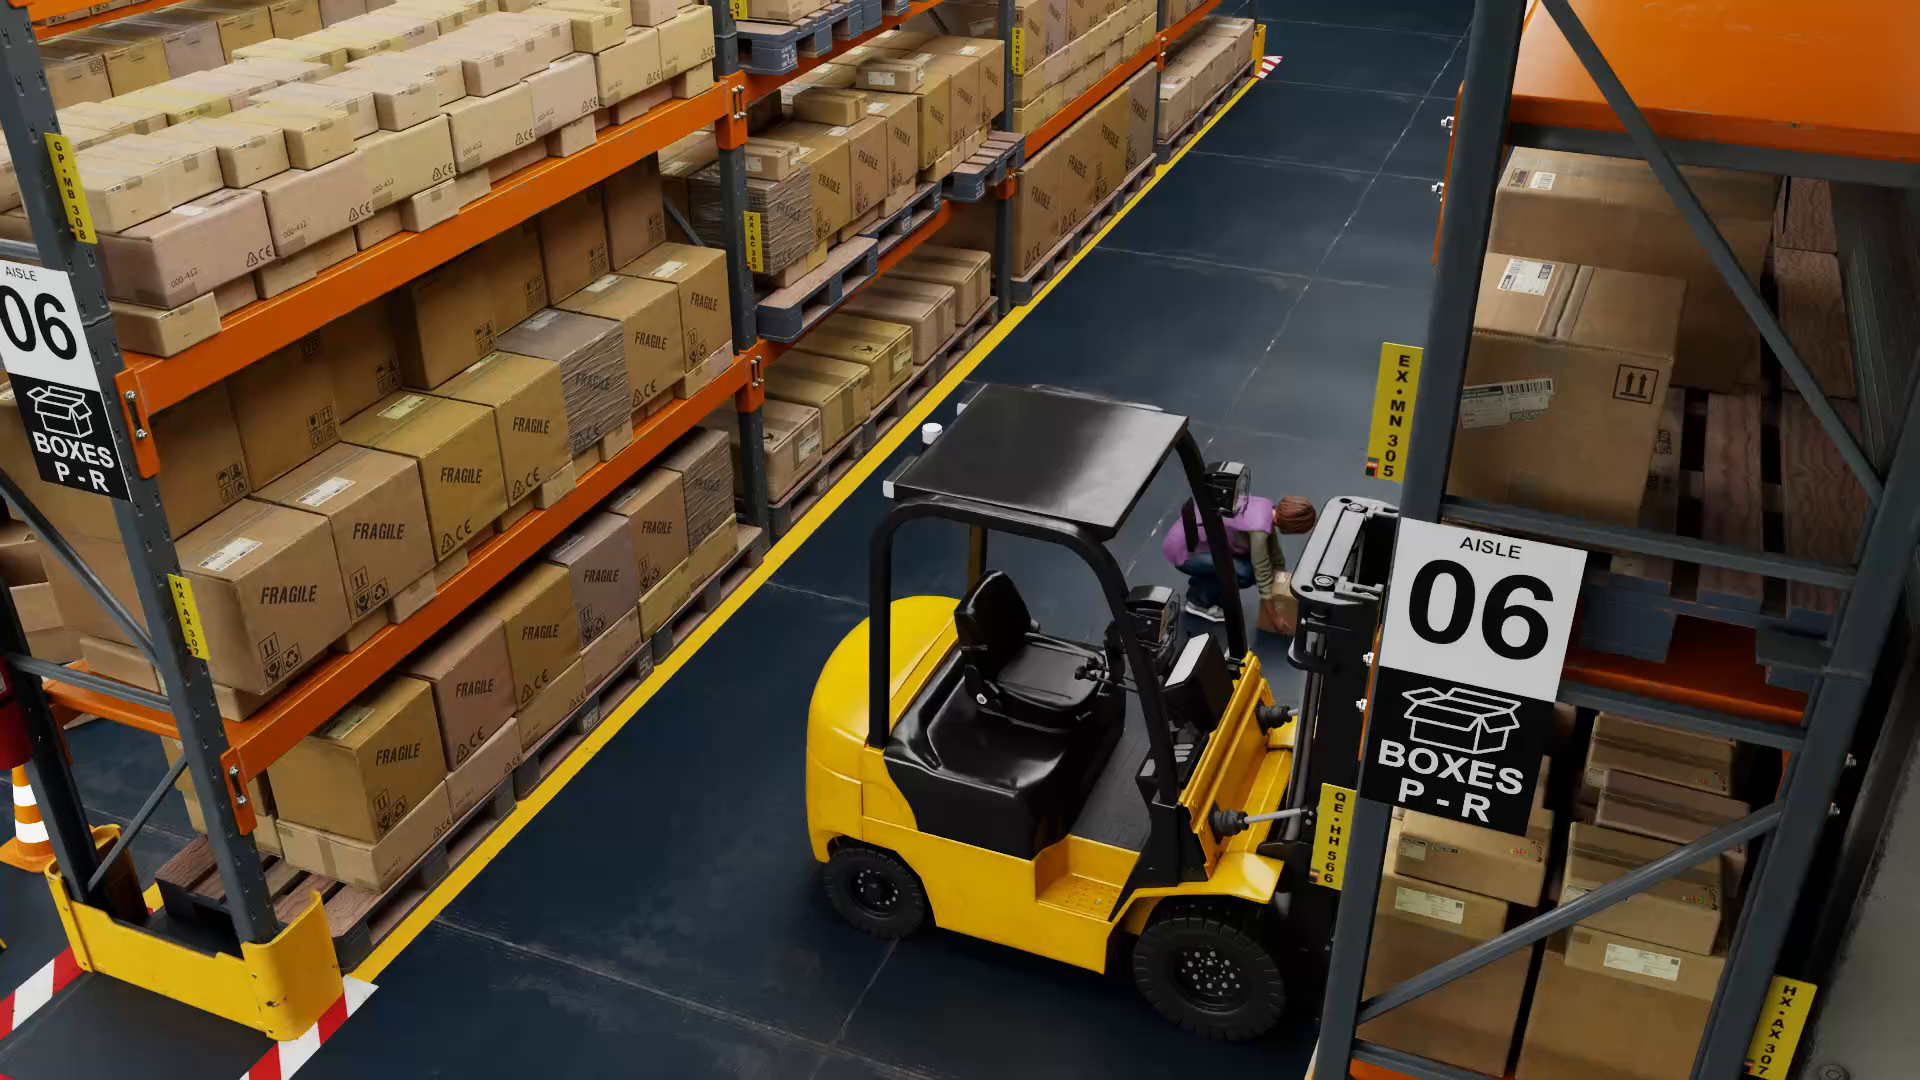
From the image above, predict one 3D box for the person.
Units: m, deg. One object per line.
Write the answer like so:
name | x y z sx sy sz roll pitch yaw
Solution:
person | 1.513 0.075 9.127 0.806 0.774 0.433 12 32 19
